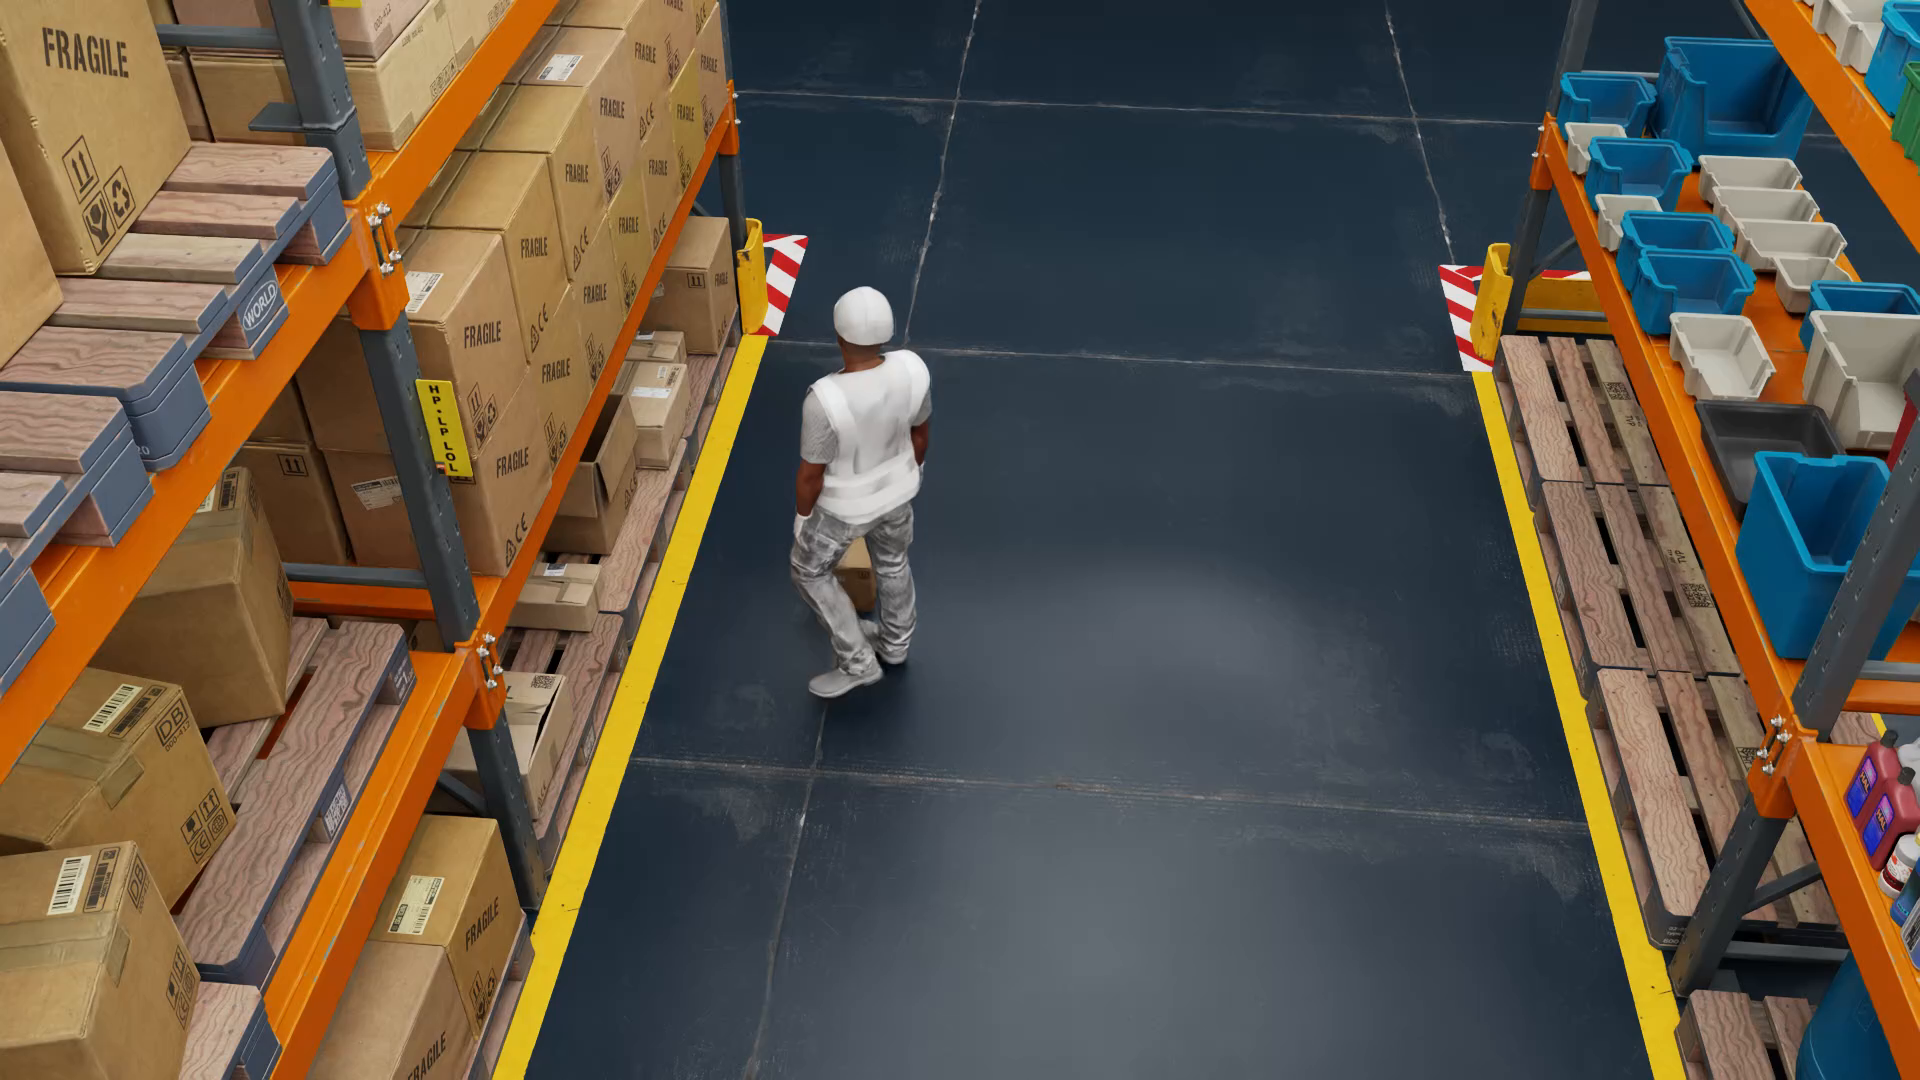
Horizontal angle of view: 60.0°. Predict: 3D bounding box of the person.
[{"bbox_3d":[-0.383,-0.174,6.322,0.623,1.787,0.429,-28,47,-29],"label":"person"}]
